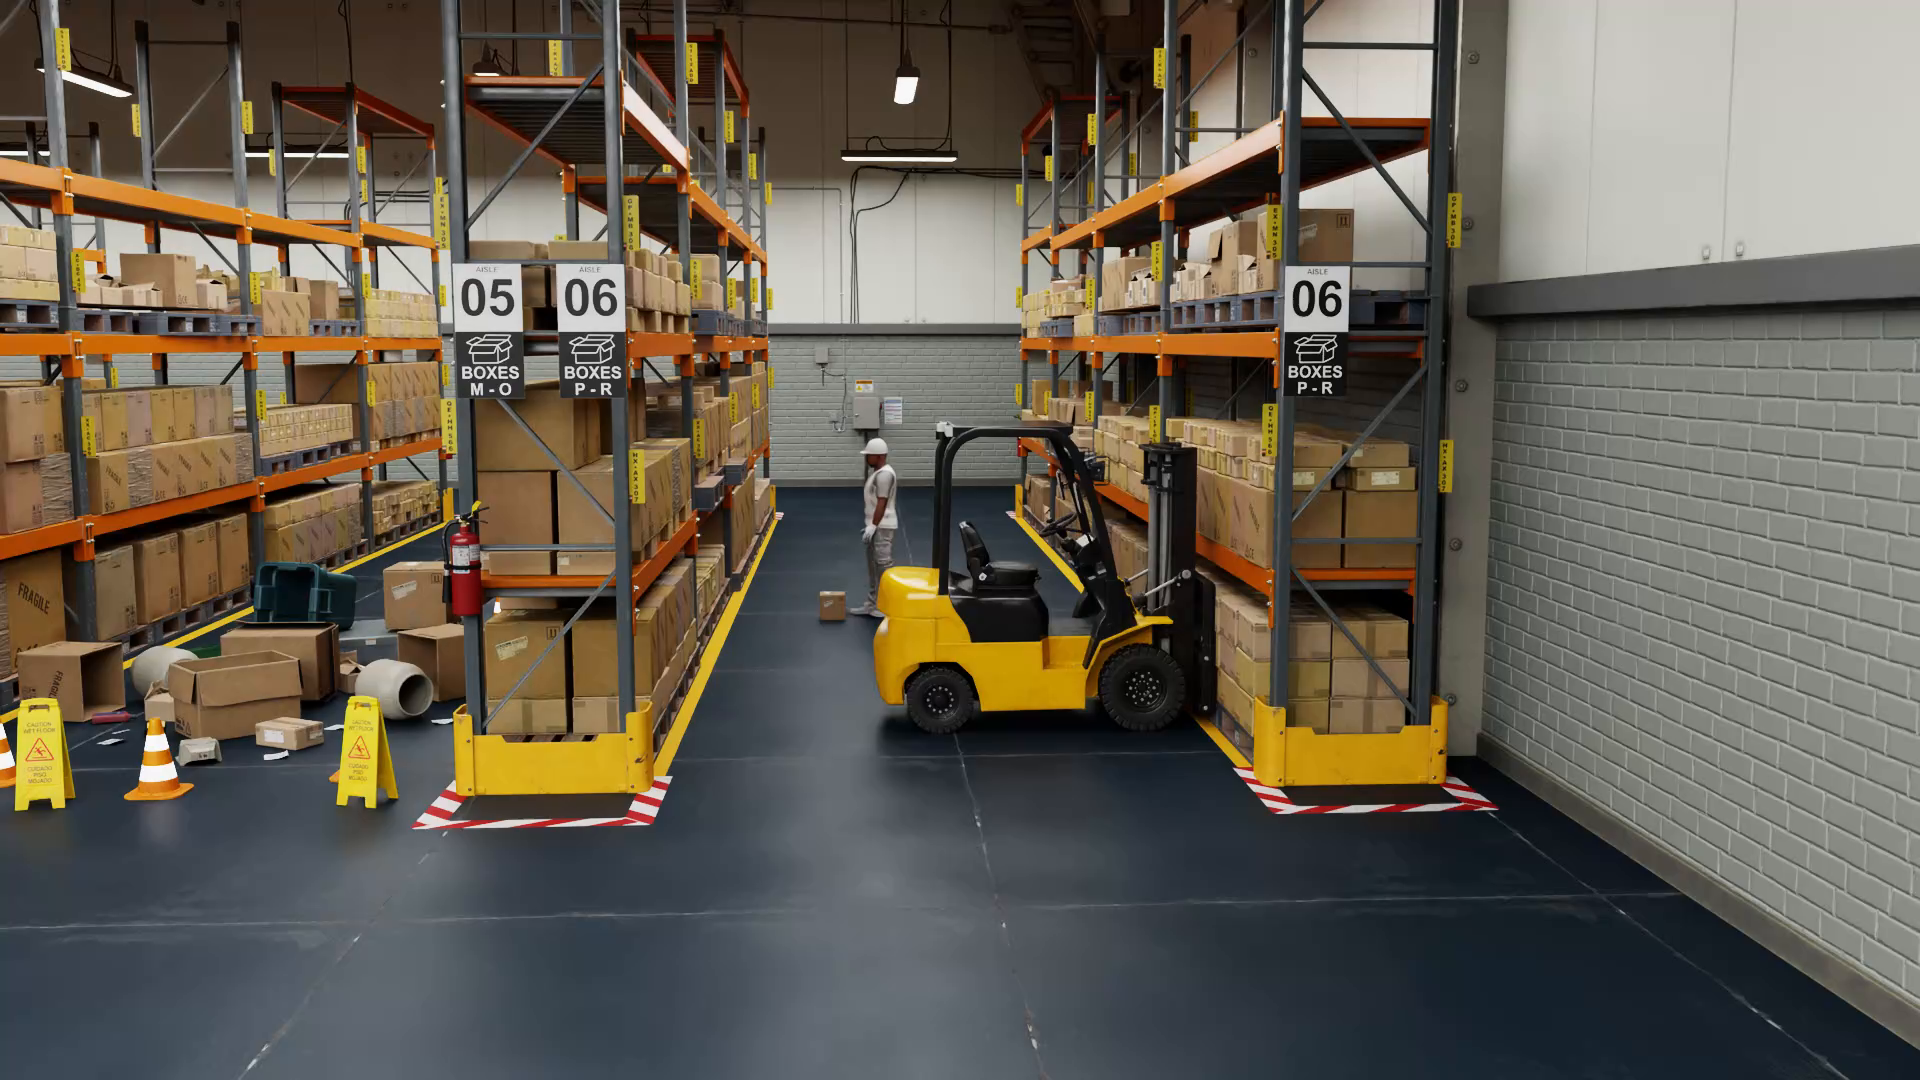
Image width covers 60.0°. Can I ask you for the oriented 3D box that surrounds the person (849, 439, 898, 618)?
[{"bbox_3d":[-0.853,-0.117,16.568,0.514,1.785,0.568,0,7,-4],"label":"person"}]
